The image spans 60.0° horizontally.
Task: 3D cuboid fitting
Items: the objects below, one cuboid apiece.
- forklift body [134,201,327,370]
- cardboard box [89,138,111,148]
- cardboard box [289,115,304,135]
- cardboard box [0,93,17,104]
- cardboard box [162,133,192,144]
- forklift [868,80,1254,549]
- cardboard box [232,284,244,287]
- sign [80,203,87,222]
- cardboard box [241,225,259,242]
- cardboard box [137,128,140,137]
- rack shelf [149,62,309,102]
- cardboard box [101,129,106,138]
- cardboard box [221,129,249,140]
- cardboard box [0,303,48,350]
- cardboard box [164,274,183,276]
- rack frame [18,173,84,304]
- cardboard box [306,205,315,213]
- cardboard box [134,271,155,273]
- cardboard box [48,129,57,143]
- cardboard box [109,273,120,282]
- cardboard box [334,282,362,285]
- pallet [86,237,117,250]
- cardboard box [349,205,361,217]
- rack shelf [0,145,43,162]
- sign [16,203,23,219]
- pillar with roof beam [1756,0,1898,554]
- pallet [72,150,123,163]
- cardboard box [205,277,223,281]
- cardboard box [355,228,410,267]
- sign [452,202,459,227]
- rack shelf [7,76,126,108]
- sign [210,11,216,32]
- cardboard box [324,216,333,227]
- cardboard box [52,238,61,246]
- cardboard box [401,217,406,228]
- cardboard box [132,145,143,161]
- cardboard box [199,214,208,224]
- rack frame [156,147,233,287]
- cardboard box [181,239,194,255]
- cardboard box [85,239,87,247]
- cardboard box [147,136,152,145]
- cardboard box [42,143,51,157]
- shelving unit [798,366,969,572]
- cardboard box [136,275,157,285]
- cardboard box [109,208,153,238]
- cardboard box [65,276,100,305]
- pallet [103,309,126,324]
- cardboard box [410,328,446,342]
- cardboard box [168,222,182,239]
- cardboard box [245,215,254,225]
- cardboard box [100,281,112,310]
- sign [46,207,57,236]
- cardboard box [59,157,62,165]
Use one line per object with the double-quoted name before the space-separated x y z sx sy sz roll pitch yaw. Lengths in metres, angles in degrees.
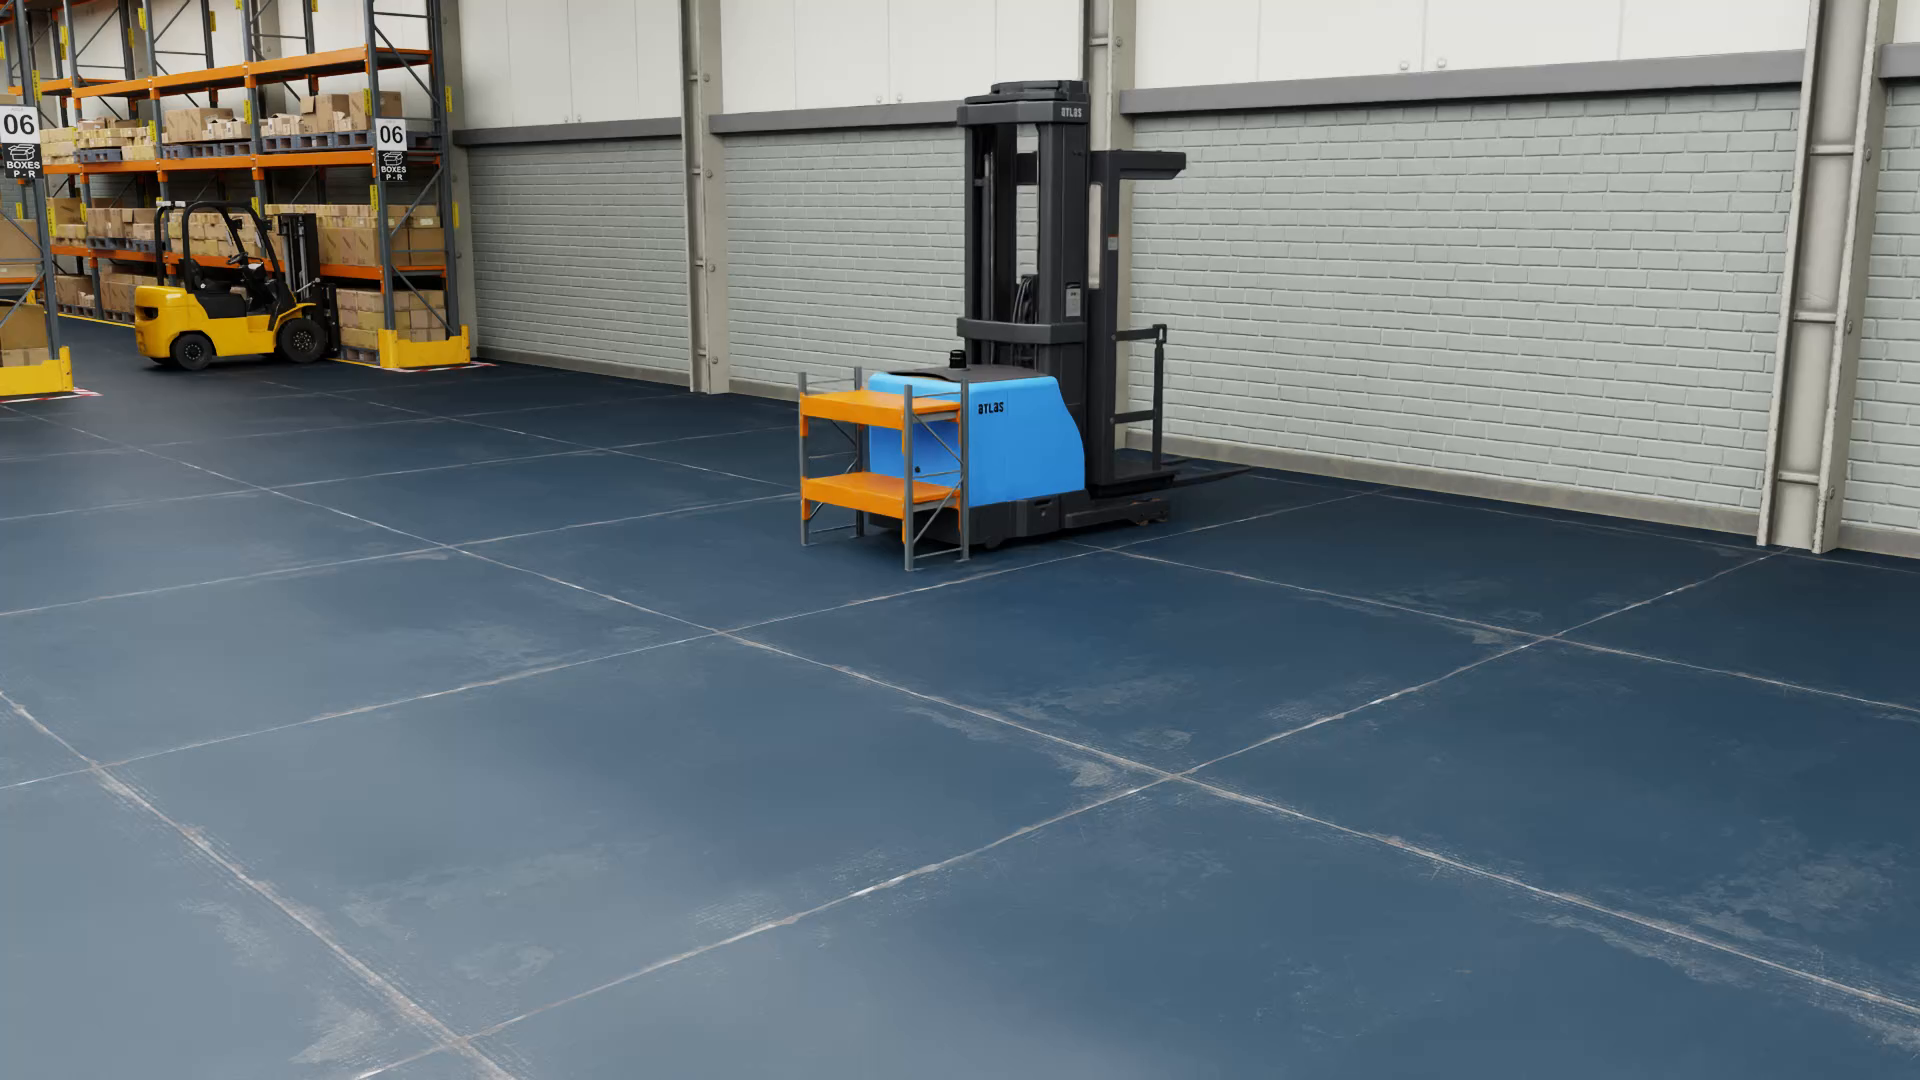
"forklift body" -9.826 -3.439 22.275 2.313 2.155 1.214 -11 16 -43
"cardboard box" -15.053 -6.971 29.213 0.380 0.149 0.250 -11 16 -42
"cardboard box" -9.154 -5.815 23.315 0.258 0.266 0.396 11 16 44
"cardboard box" -10.883 -4.957 18.752 0.380 0.149 0.250 -11 16 -43
"cardboard box" -12.701 -6.516 26.963 0.380 0.166 0.250 -11 16 -43
"forklift" 0.831 -1.603 11.428 3.031 2.935 1.130 -10 15 -40
"cardboard box" -11.379 -3.757 26.559 0.625 0.625 0.875 11 16 43
"sign" -15.871 -5.931 30.121 0.100 0.325 0.005 -11 16 -43
"cardboard box" -10.484 -4.624 25.053 0.500 0.250 0.500 -11 16 -44
"cardboard box" -13.644 -6.874 28.053 0.380 0.149 0.250 -11 16 -43
"rack shelf" -11.341 -7.098 25.838 1.077 0.370 4.000 -11 16 -43
"cardboard box" -14.656 -7.047 28.846 0.380 0.149 0.250 -11 16 -42
"cardboard box" -10.939 -6.135 25.157 0.380 0.149 0.250 -11 16 -43
"cardboard box" -11.159 -2.526 19.654 0.500 0.500 0.500 11 16 43
"cardboard box" -13.944 -4.645 29.571 0.250 0.149 0.380 11 16 43
"rack frame" -18.247 -6.168 33.414 1.000 3.000 0.127 -11 16 -43
"cardboard box" -9.007 -4.664 23.522 0.380 0.149 0.250 -11 16 -43
"cardboard box" -15.022 -4.869 30.659 0.250 0.149 0.380 11 16 43
"cardboard box" -16.708 -7.558 31.125 0.500 0.250 0.500 -11 16 -42
"cardboard box" -15.182 -4.764 30.147 0.250 0.149 0.380 11 16 44
"cardboard box" -9.119 -3.648 24.481 0.500 0.250 0.500 -11 16 -43
"pallet" -15.011 -5.358 29.960 1.003 0.211 1.213 -11 16 -43
"cardboard box" -7.990 -4.434 22.406 0.380 0.149 0.250 -10 16 -41
"rack shelf" -12.166 -4.549 19.907 1.077 0.370 4.000 -11 16 -43
"sign" -18.639 -6.516 32.959 0.100 0.325 0.005 -11 16 -43
"pillar with roof beam" 2.291 -3.771 6.915 9.100 9.000 0.400 -11 16 -43
"pallet" -15.085 -6.856 29.787 1.213 0.211 1.003 -11 16 -43
"cardboard box" -12.857 -4.419 28.472 0.380 0.149 0.250 -10 15 -40
"cardboard box" -7.727 -3.917 22.241 0.500 0.500 0.500 -11 16 -44
"sign" -6.792 -4.372 22.356 0.100 0.325 0.005 -11 16 -43
"rack shelf" -16.865 -8.460 31.465 1.077 0.370 4.000 -11 16 -43
"sign" -12.323 -8.551 27.409 0.100 0.325 0.005 -11 16 -43
"cardboard box" -8.543 -4.395 22.953 0.380 0.149 0.250 -11 16 -42
"cardboard box" -17.168 -5.728 31.902 0.380 0.149 0.250 -10 16 -41
"cardboard box" -7.460 -4.312 22.552 0.380 0.149 0.250 -11 16 -43
"cardboard box" -13.600 -6.510 28.014 0.500 0.250 0.500 -11 16 -42
"cardboard box" -11.816 -5.092 26.339 0.380 0.149 0.250 -10 16 -41
"rack frame" -12.722 -5.000 27.747 1.000 3.000 0.127 -11 16 -43
"cardboard box" -12.248 -4.754 26.923 0.500 0.250 0.500 -11 16 -44
"cardboard box" -15.887 -5.472 30.661 0.380 0.149 0.250 -11 16 -42
"cardboard box" -13.306 -6.650 27.704 0.250 0.149 0.380 11 16 44
"cardboard box" -17.053 -7.386 31.529 0.500 0.250 0.500 -11 16 -43
"shelving unit" -0.484 -0.468 10.397 0.538 1.125 1.048 -11 16 -42
"cardboard box" -14.142 -4.533 29.028 0.250 0.149 0.380 11 16 42
"cardboard box" -14.412 -5.547 29.111 0.700 0.500 0.500 -11 16 -43
"cardboard box" -16.614 -4.765 31.759 0.500 0.500 0.700 11 16 43
"pallet" -14.895 -4.105 30.311 1.003 0.211 1.213 -11 16 -43
"cardboard box" -7.395 -2.790 22.795 0.500 0.250 0.500 -11 16 -42
"cardboard box" -12.610 -5.069 27.215 0.500 0.250 0.500 -11 16 -43
"cardboard box" -10.547 -4.837 25.100 0.380 0.149 0.250 -11 16 -43
"cardboard box" -15.313 -4.463 30.295 0.500 0.500 0.500 -10 15 -40
"sign" -10.392 -3.640 19.000 0.100 0.325 0.005 -11 16 -43
"cardboard box" -16.622 -7.097 31.116 0.380 0.149 0.250 -10 15 -41
